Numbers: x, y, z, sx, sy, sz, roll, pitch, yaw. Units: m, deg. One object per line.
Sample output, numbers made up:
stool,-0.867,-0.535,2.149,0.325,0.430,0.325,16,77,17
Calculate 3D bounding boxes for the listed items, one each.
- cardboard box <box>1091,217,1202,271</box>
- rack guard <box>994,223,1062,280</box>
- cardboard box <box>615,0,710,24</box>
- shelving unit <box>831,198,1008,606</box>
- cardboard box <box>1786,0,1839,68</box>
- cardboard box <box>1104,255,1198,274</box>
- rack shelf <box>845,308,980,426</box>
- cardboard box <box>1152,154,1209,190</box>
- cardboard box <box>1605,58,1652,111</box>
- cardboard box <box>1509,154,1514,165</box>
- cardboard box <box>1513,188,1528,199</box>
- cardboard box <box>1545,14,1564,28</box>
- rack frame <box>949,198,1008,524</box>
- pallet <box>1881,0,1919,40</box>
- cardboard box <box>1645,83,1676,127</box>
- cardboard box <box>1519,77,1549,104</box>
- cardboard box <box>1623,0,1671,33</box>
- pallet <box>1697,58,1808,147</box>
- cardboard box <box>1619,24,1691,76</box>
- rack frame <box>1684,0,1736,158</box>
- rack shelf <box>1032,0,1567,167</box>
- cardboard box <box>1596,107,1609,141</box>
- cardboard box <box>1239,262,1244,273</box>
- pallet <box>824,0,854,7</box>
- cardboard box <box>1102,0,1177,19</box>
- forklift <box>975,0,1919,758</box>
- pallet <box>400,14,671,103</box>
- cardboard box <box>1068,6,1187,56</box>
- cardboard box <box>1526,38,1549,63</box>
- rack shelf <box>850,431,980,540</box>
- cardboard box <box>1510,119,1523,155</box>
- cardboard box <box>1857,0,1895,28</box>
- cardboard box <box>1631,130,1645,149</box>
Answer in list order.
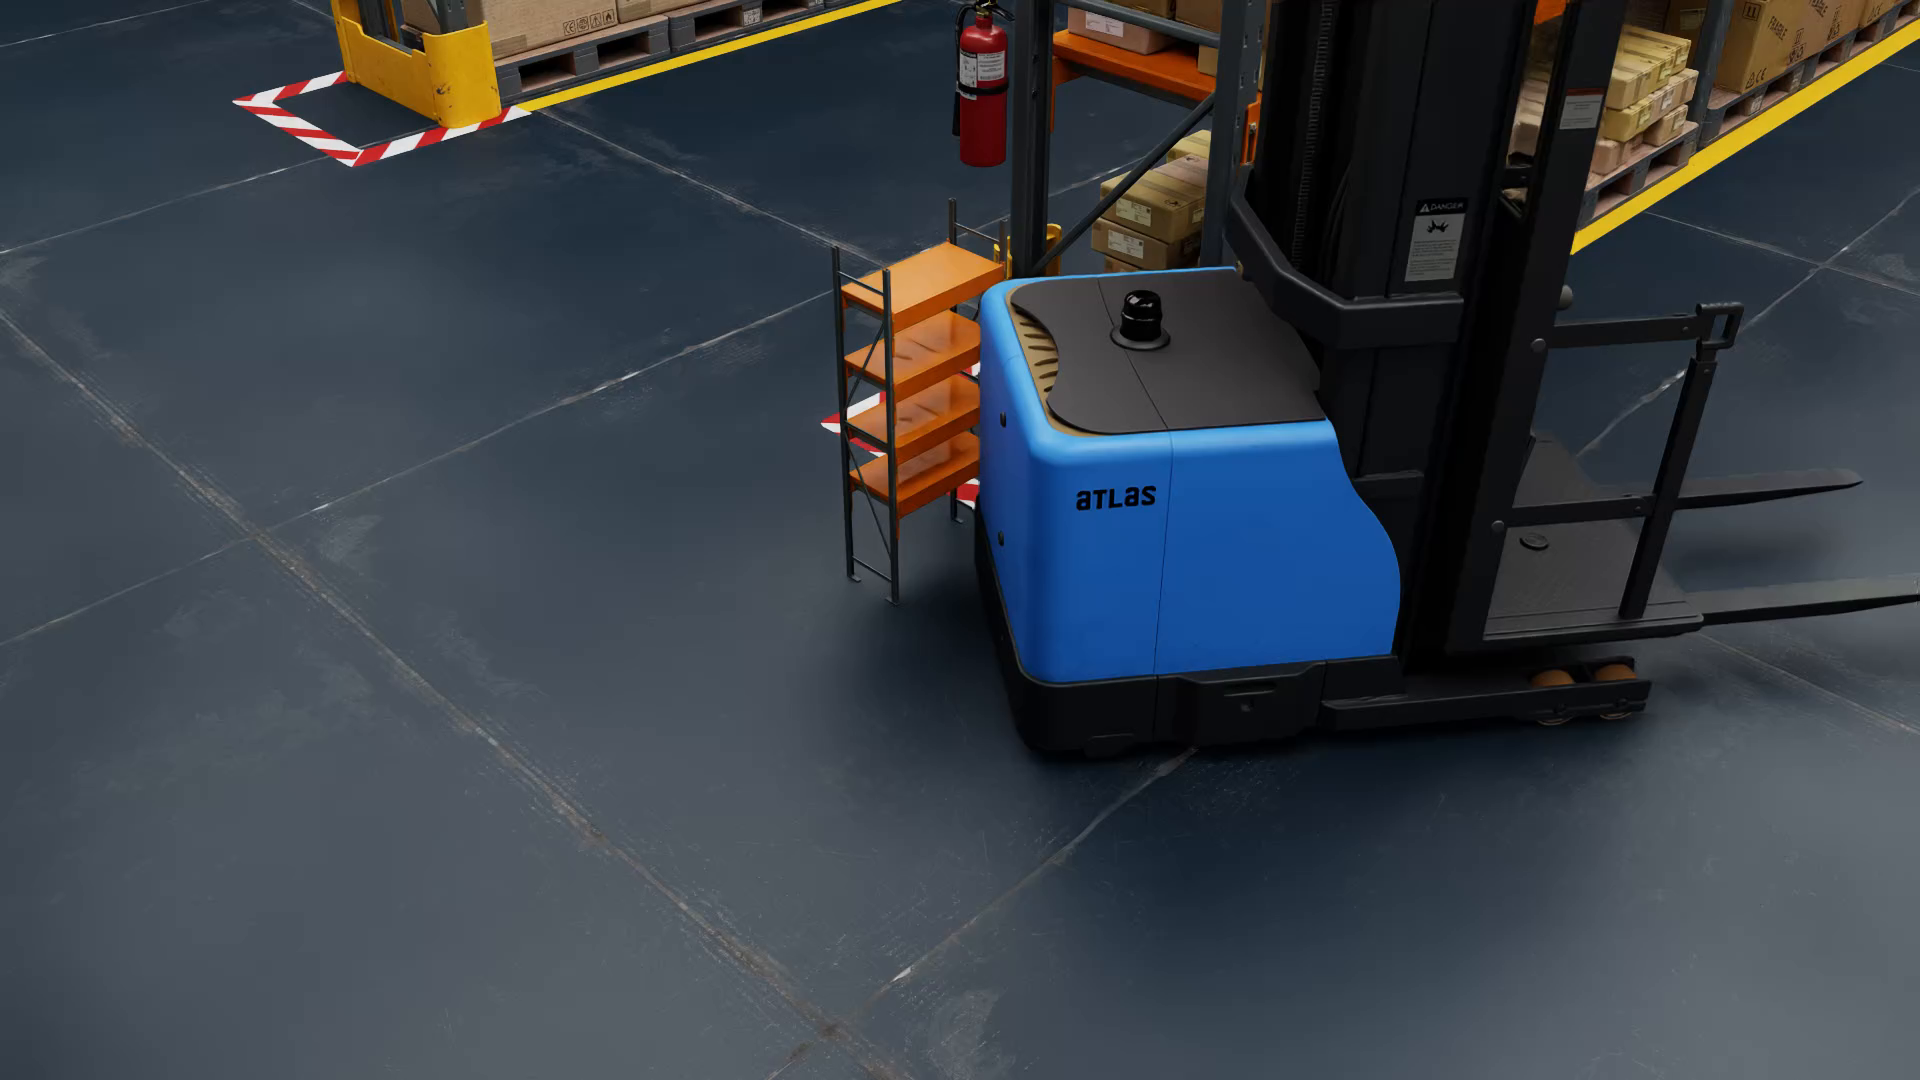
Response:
cardboard box,0.759,-1.232,6.759,0.380,0.149,0.250,28,44,34
rack guard,0.643,-0.783,6.436,1.175,0.500,0.348,30,45,35
cardboard box,-1.962,-3.536,10.071,0.875,0.438,0.875,-29,44,-34
shelving unit,-0.117,-0.425,5.310,0.258,1.200,0.503,30,45,35
cardboard box,4.488,-2.957,9.186,0.500,0.500,0.500,-28,43,-34
cardboard box,0.812,-1.078,6.799,0.250,0.149,0.380,-29,44,-35
rack shelf,-0.117,-0.553,5.221,0.258,0.148,0.480,30,45,35
cardboard box,1.000,-1.420,6.769,0.250,0.149,0.380,-29,44,-35
cardboard box,3.019,-2.175,7.852,0.380,0.149,0.250,29,44,35
cardboard box,2.220,-1.674,7.393,0.250,0.149,0.380,-28,43,-34
cardboard box,2.412,-1.609,7.560,0.250,0.149,0.380,-29,44,-35
cardboard box,3.018,-2.592,8.449,0.250,0.149,0.380,-28,44,-34
rack frame,0.055,-0.524,5.452,0.240,1.200,0.015,30,45,35
pallet,5.674,-3.565,10.677,1.003,0.211,1.213,30,45,35
cardboard box,3.229,-2.155,8.083,0.380,0.149,0.250,27,43,33
cardboard box,2.656,-1.954,7.535,0.380,0.149,0.250,27,43,33
cardboard box,3.750,-2.950,9.176,0.500,0.500,0.500,29,44,35
pallet,3.955,-2.574,9.257,1.003,0.211,1.213,30,45,35
cardboard box,3.341,-2.399,8.173,0.250,0.149,0.380,-29,44,-34
rack frame,3.407,-3.401,8.005,1.000,3.000,0.127,30,45,35
rack shelf,1.998,-2.294,7.047,1.077,0.370,4.000,30,45,35
cardboard box,2.807,-1.977,7.828,0.250,0.149,0.380,-29,44,-35
cardboard box,1.199,-1.100,6.310,0.380,0.149,0.250,27,43,33
pallet,-0.768,-3.934,11.207,1.003,0.211,1.213,30,45,35
cardboard box,0.723,-2.227,5.973,0.500,0.500,0.500,-29,44,-35
forklift,1.607,-0.946,4.545,3.031,2.935,1.130,-4,35,-6
pallet,-2.487,-2.944,9.787,1.003,0.211,1.213,30,45,35
cardboard box,0.618,-1.921,6.102,0.380,0.149,0.250,30,45,35
cardboard box,2.638,-2.381,8.148,0.380,0.149,0.250,29,44,35
rack shelf,-0.117,-0.207,5.463,0.258,0.148,0.480,30,45,35
cardboard box,2.222,-1.783,7.290,0.380,0.149,0.250,30,45,35
cardboard box,5.218,-3.369,9.777,0.500,0.500,0.500,27,43,33
cardboard box,3.130,-2.036,8.172,0.250,0.149,0.380,-29,44,-34
